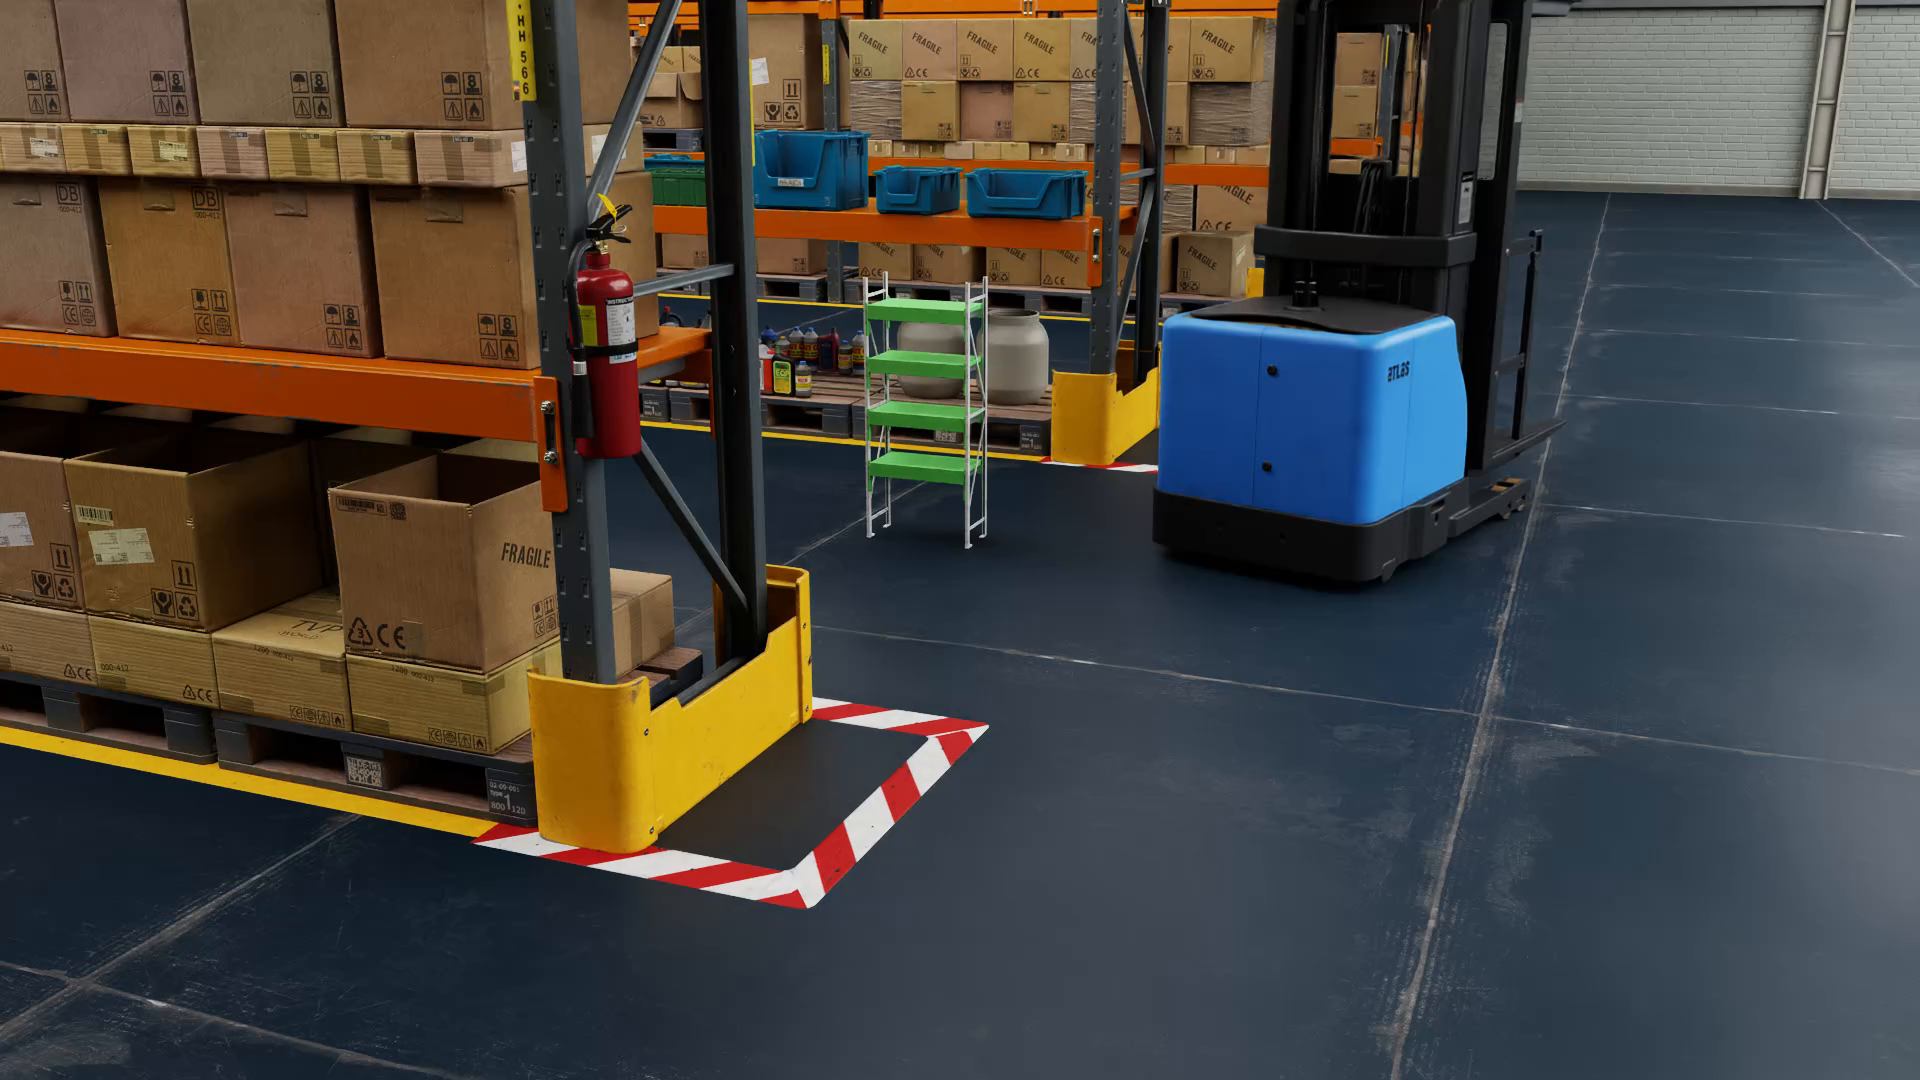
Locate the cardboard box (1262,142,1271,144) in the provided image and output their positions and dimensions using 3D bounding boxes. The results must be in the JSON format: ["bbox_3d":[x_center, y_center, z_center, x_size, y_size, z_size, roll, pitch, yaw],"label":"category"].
[{"bbox_3d":[2.584,-3.267,13.997,0.250,0.149,0.380,6,17,21],"label":"cardboard box"}]

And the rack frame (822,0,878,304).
[{"bbox_3d":[-0.960,-3.706,15.058,0.127,3.000,1.000,6,17,21],"label":"rack frame"}]

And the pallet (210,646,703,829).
[{"bbox_3d":[-1.604,0.544,5.421,1.213,0.211,1.003,6,17,21],"label":"pallet"}]

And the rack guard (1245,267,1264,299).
[{"bbox_3d":[2.691,-2.104,14.024,0.348,0.500,1.175,6,17,21],"label":"rack guard"}]

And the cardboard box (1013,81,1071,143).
[{"bbox_3d":[0.841,-3.687,14.282,0.500,0.500,0.875,6,17,21],"label":"cardboard box"}]

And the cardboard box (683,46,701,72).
[{"bbox_3d":[-3.978,-7.458,26.011,0.500,0.500,0.500,6,17,20],"label":"cardboard box"}]

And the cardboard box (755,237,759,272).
[{"bbox_3d":[-1.960,-2.839,15.766,0.500,0.500,0.700,6,17,20],"label":"cardboard box"}]

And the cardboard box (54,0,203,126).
[{"bbox_3d":[-2.316,-1.559,5.157,0.500,0.500,0.700,6,17,21],"label":"cardboard box"}]

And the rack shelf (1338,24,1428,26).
[{"bbox_3d":[6.355,-8.454,27.325,4.000,0.370,1.077,6,17,21],"label":"rack shelf"}]

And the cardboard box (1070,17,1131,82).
[{"bbox_3d":[1.228,-4.061,13.777,0.500,0.500,0.500,6,17,21],"label":"cardboard box"}]

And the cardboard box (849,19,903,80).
[{"bbox_3d":[-0.634,-4.265,14.478,0.500,0.500,0.500,6,17,21],"label":"cardboard box"}]

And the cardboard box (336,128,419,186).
[{"bbox_3d":[-1.546,-1.103,4.751,0.250,0.149,0.380,7,18,22],"label":"cardboard box"}]

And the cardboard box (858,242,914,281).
[{"bbox_3d":[-0.602,-2.656,15.172,0.500,0.500,0.500,6,17,19],"label":"cardboard box"}]

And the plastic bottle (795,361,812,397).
[{"bbox_3d":[-0.925,-0.954,9.808,0.097,0.201,0.097,0,16,0],"label":"plastic bottle"}]

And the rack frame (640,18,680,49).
[{"bbox_3d":[-4.765,-7.094,26.731,0.127,3.000,1.000,6,17,21],"label":"rack frame"}]

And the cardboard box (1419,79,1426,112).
[{"bbox_3d":[7.661,-7.185,26.863,0.500,0.500,0.500,6,17,19],"label":"cardboard box"}]

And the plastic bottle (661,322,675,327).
[{"bbox_3d":[-1.924,-1.273,10.774,0.135,0.276,0.152,6,17,21],"label":"plastic bottle"}]

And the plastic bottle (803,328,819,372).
[{"bbox_3d":[-0.947,-1.214,10.581,0.097,0.271,0.097,0,16,0],"label":"plastic bottle"}]

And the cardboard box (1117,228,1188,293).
[{"bbox_3d":[1.618,-2.418,14.354,0.500,0.500,0.500,12,20,35],"label":"cardboard box"}]

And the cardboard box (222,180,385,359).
[{"bbox_3d":[-1.797,-0.879,5.143,0.500,0.500,0.700,7,18,22],"label":"cardboard box"}]

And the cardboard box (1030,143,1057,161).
[{"bbox_3d":[0.780,-3.321,14.185,0.250,0.149,0.380,6,17,21],"label":"cardboard box"}]

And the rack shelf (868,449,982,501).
[{"bbox_3d":[-0.154,-0.301,7.649,0.480,0.148,0.258,6,17,21],"label":"rack shelf"}]

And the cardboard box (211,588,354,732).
[{"bbox_3d":[-1.954,0.365,5.216,0.500,0.250,0.500,6,17,21],"label":"cardboard box"}]

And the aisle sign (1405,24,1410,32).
[{"bbox_3d":[4.851,-5.892,17.925,0.004,0.787,0.394,6,17,21],"label":"aisle sign"}]

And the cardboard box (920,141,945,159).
[{"bbox_3d":[-0.163,-3.415,14.506,0.250,0.149,0.380,6,17,21],"label":"cardboard box"}]

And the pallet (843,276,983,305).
[{"bbox_3d":[-0.322,-2.307,15.242,1.213,0.211,1.003,6,17,21],"label":"pallet"}]

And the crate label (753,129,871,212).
[{"bbox_3d":[-0.867,-2.147,9.626,0.616,0.435,0.502,6,17,21],"label":"crate label"}]

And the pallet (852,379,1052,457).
[{"bbox_3d":[0.102,-0.753,9.889,1.213,0.211,1.003,6,17,21],"label":"pallet"}]

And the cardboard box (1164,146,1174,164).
[{"bbox_3d":[1.710,-3.219,13.833,0.250,0.149,0.380,6,17,21],"label":"cardboard box"}]

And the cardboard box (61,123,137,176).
[{"bbox_3d":[-2.507,-1.209,5.115,0.250,0.149,0.380,7,18,22],"label":"cardboard box"}]

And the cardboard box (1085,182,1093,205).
[{"bbox_3d":[1.514,-4.081,19.407,0.875,0.875,0.875,7,17,21],"label":"cardboard box"}]

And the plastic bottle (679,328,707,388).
[{"bbox_3d":[-1.607,-1.107,10.070,0.185,0.351,0.144,6,17,20],"label":"plastic bottle"}]

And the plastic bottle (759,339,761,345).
[{"bbox_3d":[-1.323,-1.222,10.734,0.097,0.201,0.097,0,16,0],"label":"plastic bottle"}]

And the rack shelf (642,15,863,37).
[{"bbox_3d":[-2.905,-7.985,25.708,4.000,0.370,1.077,6,17,21],"label":"rack shelf"}]

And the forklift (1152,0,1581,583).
[{"bbox_3d":[2.152,-1.578,7.853,1.130,2.935,3.031,12,20,36],"label":"forklift"}]

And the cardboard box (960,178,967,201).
[{"bbox_3d":[0.344,-4.143,19.847,0.750,0.750,1.050,6,17,20],"label":"cardboard box"}]

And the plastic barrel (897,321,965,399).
[{"bbox_3d":[-0.162,-1.118,9.853,0.421,0.512,0.421,0,16,0],"label":"plastic barrel"}]

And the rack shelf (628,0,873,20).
[{"bbox_3d":[-2.820,-5.005,15.445,4.000,0.370,1.077,6,17,21],"label":"rack shelf"}]

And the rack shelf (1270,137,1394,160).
[{"bbox_3d":[2.815,-4.432,18.849,4.000,0.370,1.077,6,17,21],"label":"rack shelf"}]

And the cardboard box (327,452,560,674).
[{"bbox_3d":[-1.485,0.053,4.944,0.500,0.500,0.500,6,17,21],"label":"cardboard box"}]

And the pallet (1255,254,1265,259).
[{"bbox_3d":[3.903,-3.295,18.645,1.213,0.211,1.003,6,17,21],"label":"pallet"}]

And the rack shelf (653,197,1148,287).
[{"bbox_3d":[-0.916,-1.871,10.029,4.000,0.370,1.077,6,17,21],"label":"rack shelf"}]

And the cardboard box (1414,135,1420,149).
[{"bbox_3d":[7.673,-6.482,27.007,0.500,0.250,0.500,7,18,22],"label":"cardboard box"}]

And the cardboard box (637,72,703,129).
[{"bbox_3d":[-2.606,-4.110,15.514,0.637,0.503,0.797,8,18,26],"label":"cardboard box"}]

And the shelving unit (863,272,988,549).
[{"bbox_3d":[-0.154,-0.593,7.565,0.503,1.200,0.258,6,17,21],"label":"shelving unit"}]

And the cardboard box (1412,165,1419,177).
[{"bbox_3d":[7.662,-6.002,27.146,0.500,0.250,0.500,6,17,21],"label":"cardboard box"}]

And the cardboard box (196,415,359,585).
[{"bbox_3d":[-2.230,-0.180,5.747,0.500,0.500,0.500,6,17,21],"label":"cardboard box"}]

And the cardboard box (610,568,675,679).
[{"bbox_3d":[-1.294,0.279,5.513,0.500,0.250,0.500,6,17,21],"label":"cardboard box"}]

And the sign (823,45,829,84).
[{"bbox_3d":[-1.160,-4.118,14.400,0.005,0.325,0.100,6,17,21],"label":"sign"}]

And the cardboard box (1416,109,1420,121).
[{"bbox_3d":[6.158,-5.835,22.842,0.250,0.149,0.380,6,17,21],"label":"cardboard box"}]
